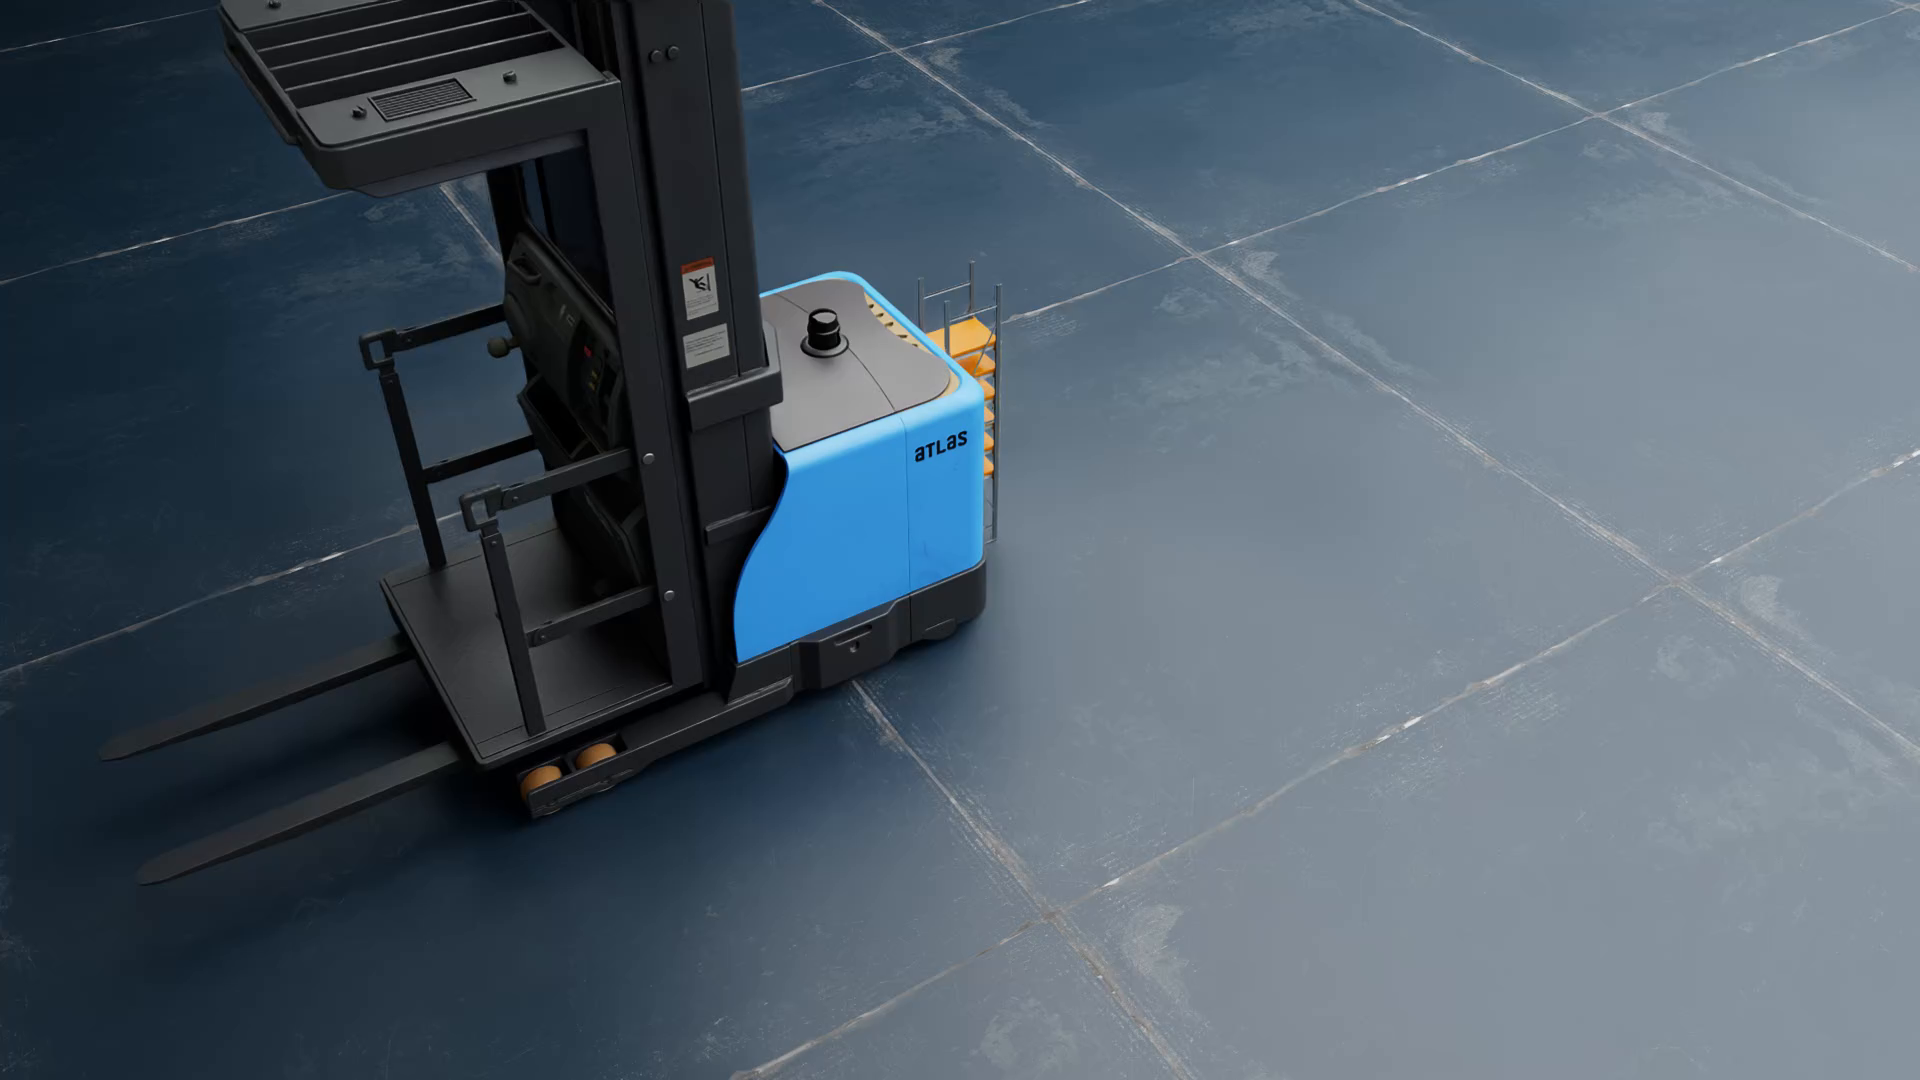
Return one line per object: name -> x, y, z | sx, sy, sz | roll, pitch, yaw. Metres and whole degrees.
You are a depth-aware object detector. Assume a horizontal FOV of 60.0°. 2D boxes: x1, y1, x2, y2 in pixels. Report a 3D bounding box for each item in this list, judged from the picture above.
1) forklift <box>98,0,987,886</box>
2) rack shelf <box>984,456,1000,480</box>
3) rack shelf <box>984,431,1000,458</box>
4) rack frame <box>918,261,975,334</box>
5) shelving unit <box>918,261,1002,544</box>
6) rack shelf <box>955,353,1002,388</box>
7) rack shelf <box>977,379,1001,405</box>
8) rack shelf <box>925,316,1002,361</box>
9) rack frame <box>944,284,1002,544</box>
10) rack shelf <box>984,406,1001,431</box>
forklift -> -1.423, -0.584, 5.161 | 3.031, 2.935, 1.130 | -22, 44, -24
rack shelf -> -0.001, -0.254, 6.561 | 0.258, 0.103, 0.180 | -21, 44, -24
rack shelf -> -0.001, -0.346, 6.484 | 0.258, 0.103, 0.180 | -21, 44, -24
rack frame -> -0.048, -0.522, 6.439 | 0.240, 1.200, 0.006 | -21, 44, -24
shelving unit -> -0.001, -0.472, 6.379 | 0.258, 1.200, 0.189 | -21, 44, -24
rack shelf -> 0.000, -0.622, 6.254 | 0.258, 0.103, 0.180 | -21, 44, -24
rack shelf -> -0.001, -0.530, 6.331 | 0.258, 0.103, 0.180 | -21, 44, -24
rack shelf -> 0.000, -0.714, 6.177 | 0.258, 0.103, 0.180 | -21, 44, -24
rack frame -> 0.047, -0.422, 6.319 | 0.240, 1.200, 0.006 | -21, 44, -24
rack shelf -> -0.001, -0.438, 6.407 | 0.258, 0.103, 0.180 | -21, 44, -24
